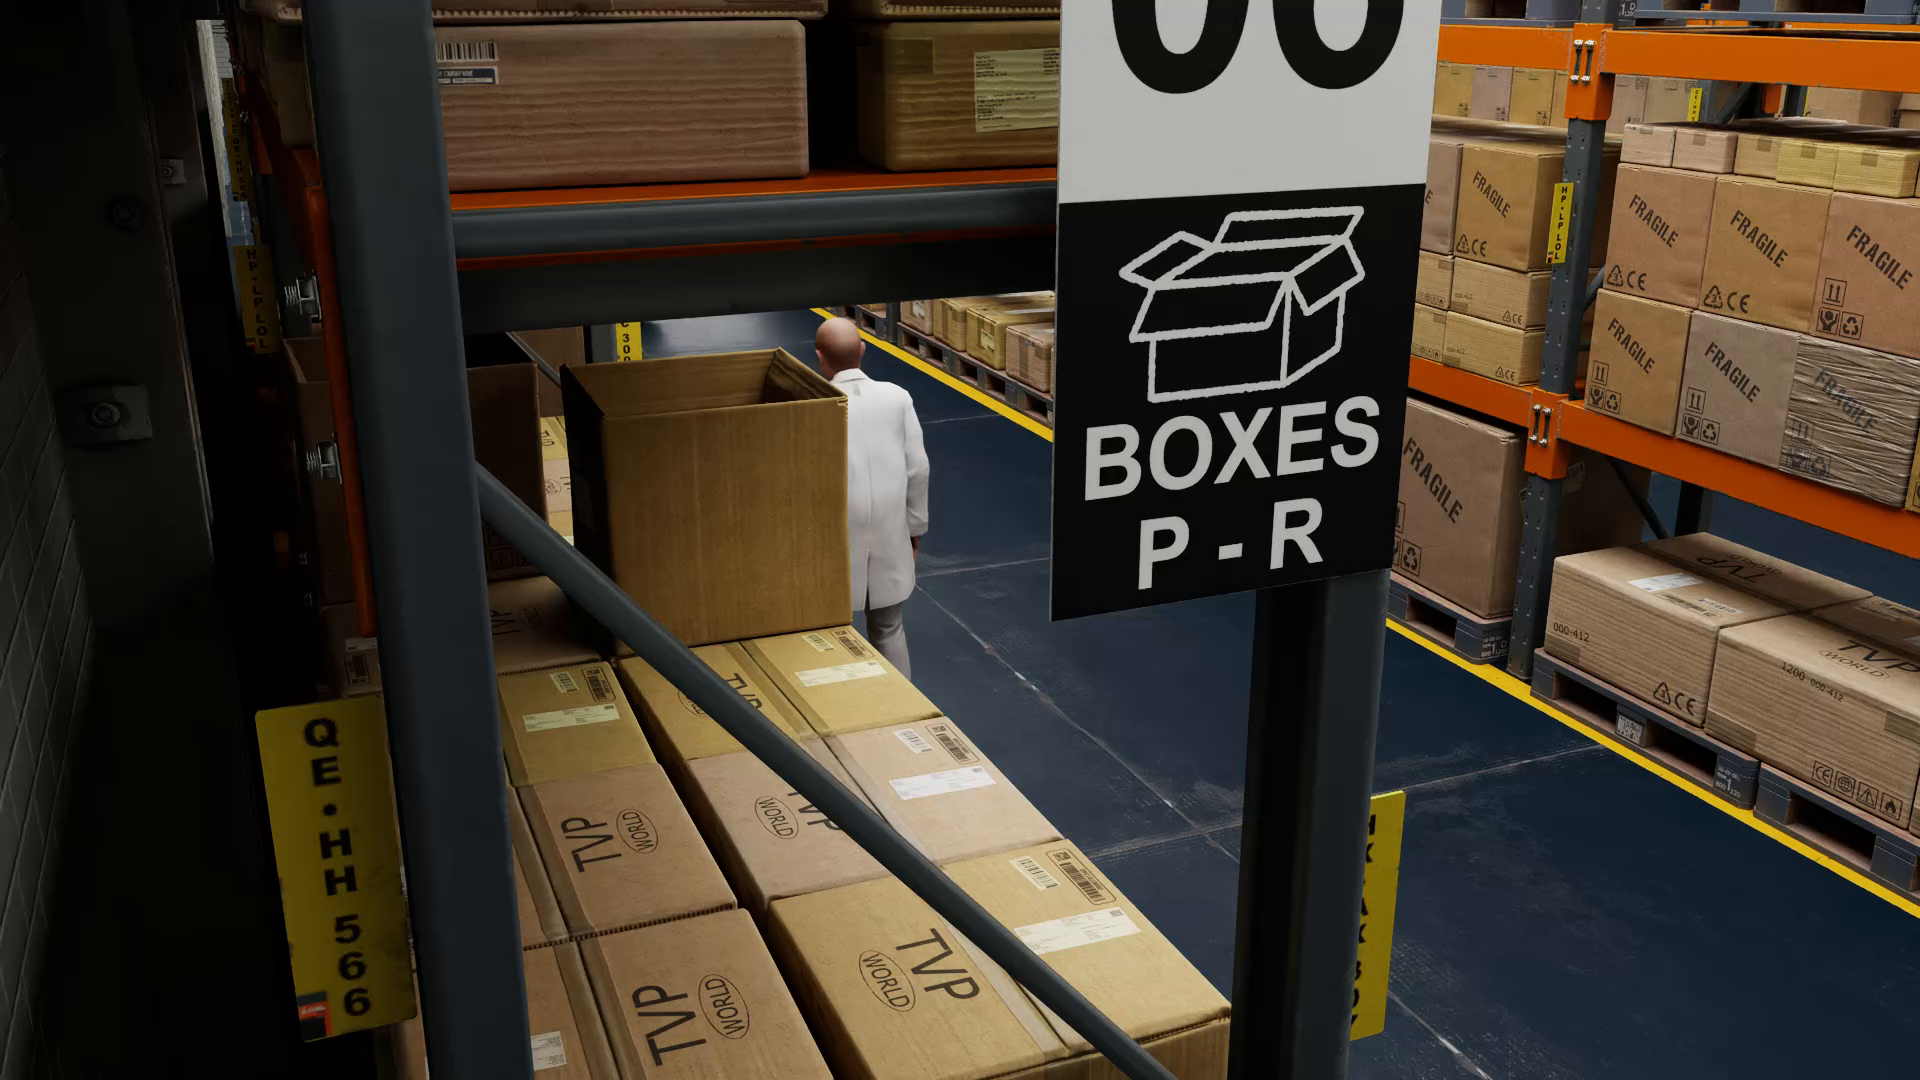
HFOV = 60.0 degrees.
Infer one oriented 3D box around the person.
[{"bbox_3d":[-0.424,0.005,6.565,0.640,1.768,0.427,-9,20,-24],"label":"person"}]
